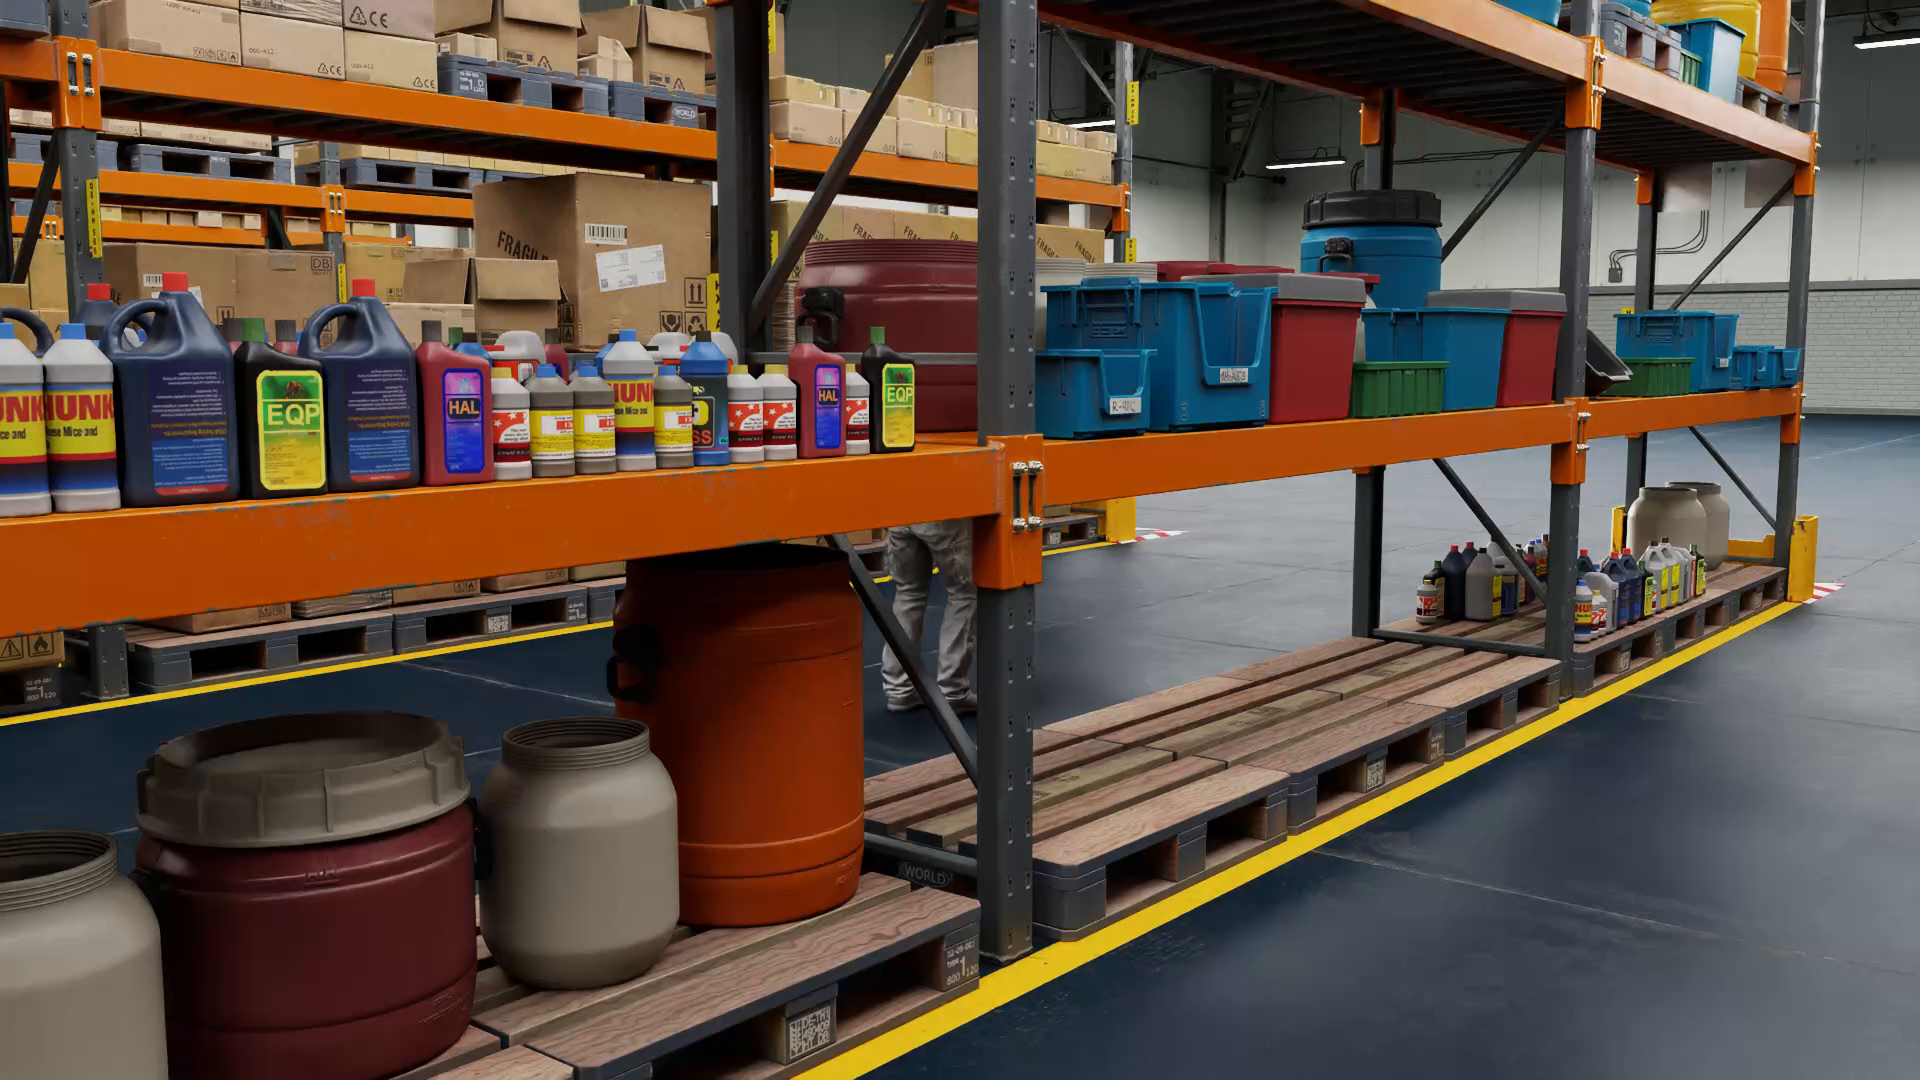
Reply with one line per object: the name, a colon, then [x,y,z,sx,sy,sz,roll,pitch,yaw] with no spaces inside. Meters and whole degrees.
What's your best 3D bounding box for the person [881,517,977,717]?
person: [-0.028,-0.082,7.119,0.471,1.605,0.774,5,8,37]
